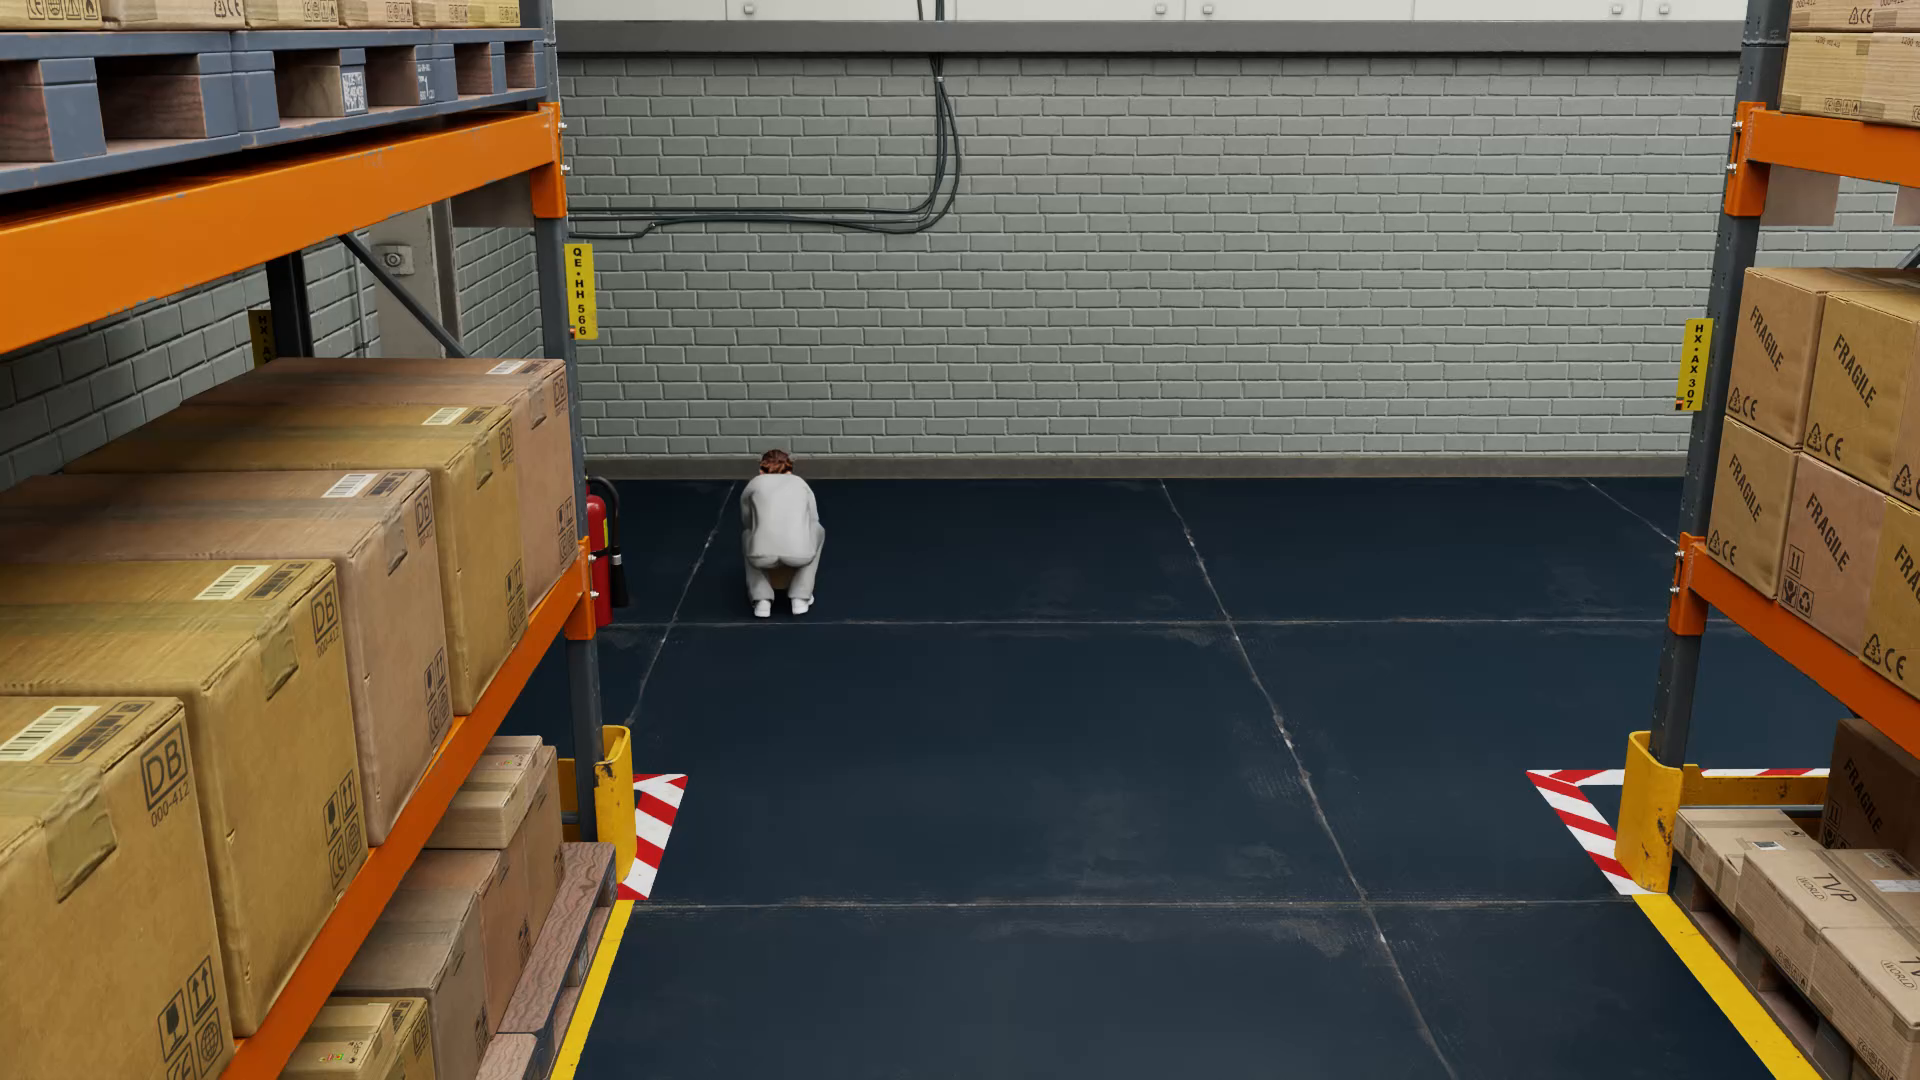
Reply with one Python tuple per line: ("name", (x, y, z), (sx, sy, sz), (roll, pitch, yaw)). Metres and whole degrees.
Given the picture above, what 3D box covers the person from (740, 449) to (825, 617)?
("person", (-0.987, -0.034, 9.155), (0.468, 0.803, 0.804), (0, 17, -1))
